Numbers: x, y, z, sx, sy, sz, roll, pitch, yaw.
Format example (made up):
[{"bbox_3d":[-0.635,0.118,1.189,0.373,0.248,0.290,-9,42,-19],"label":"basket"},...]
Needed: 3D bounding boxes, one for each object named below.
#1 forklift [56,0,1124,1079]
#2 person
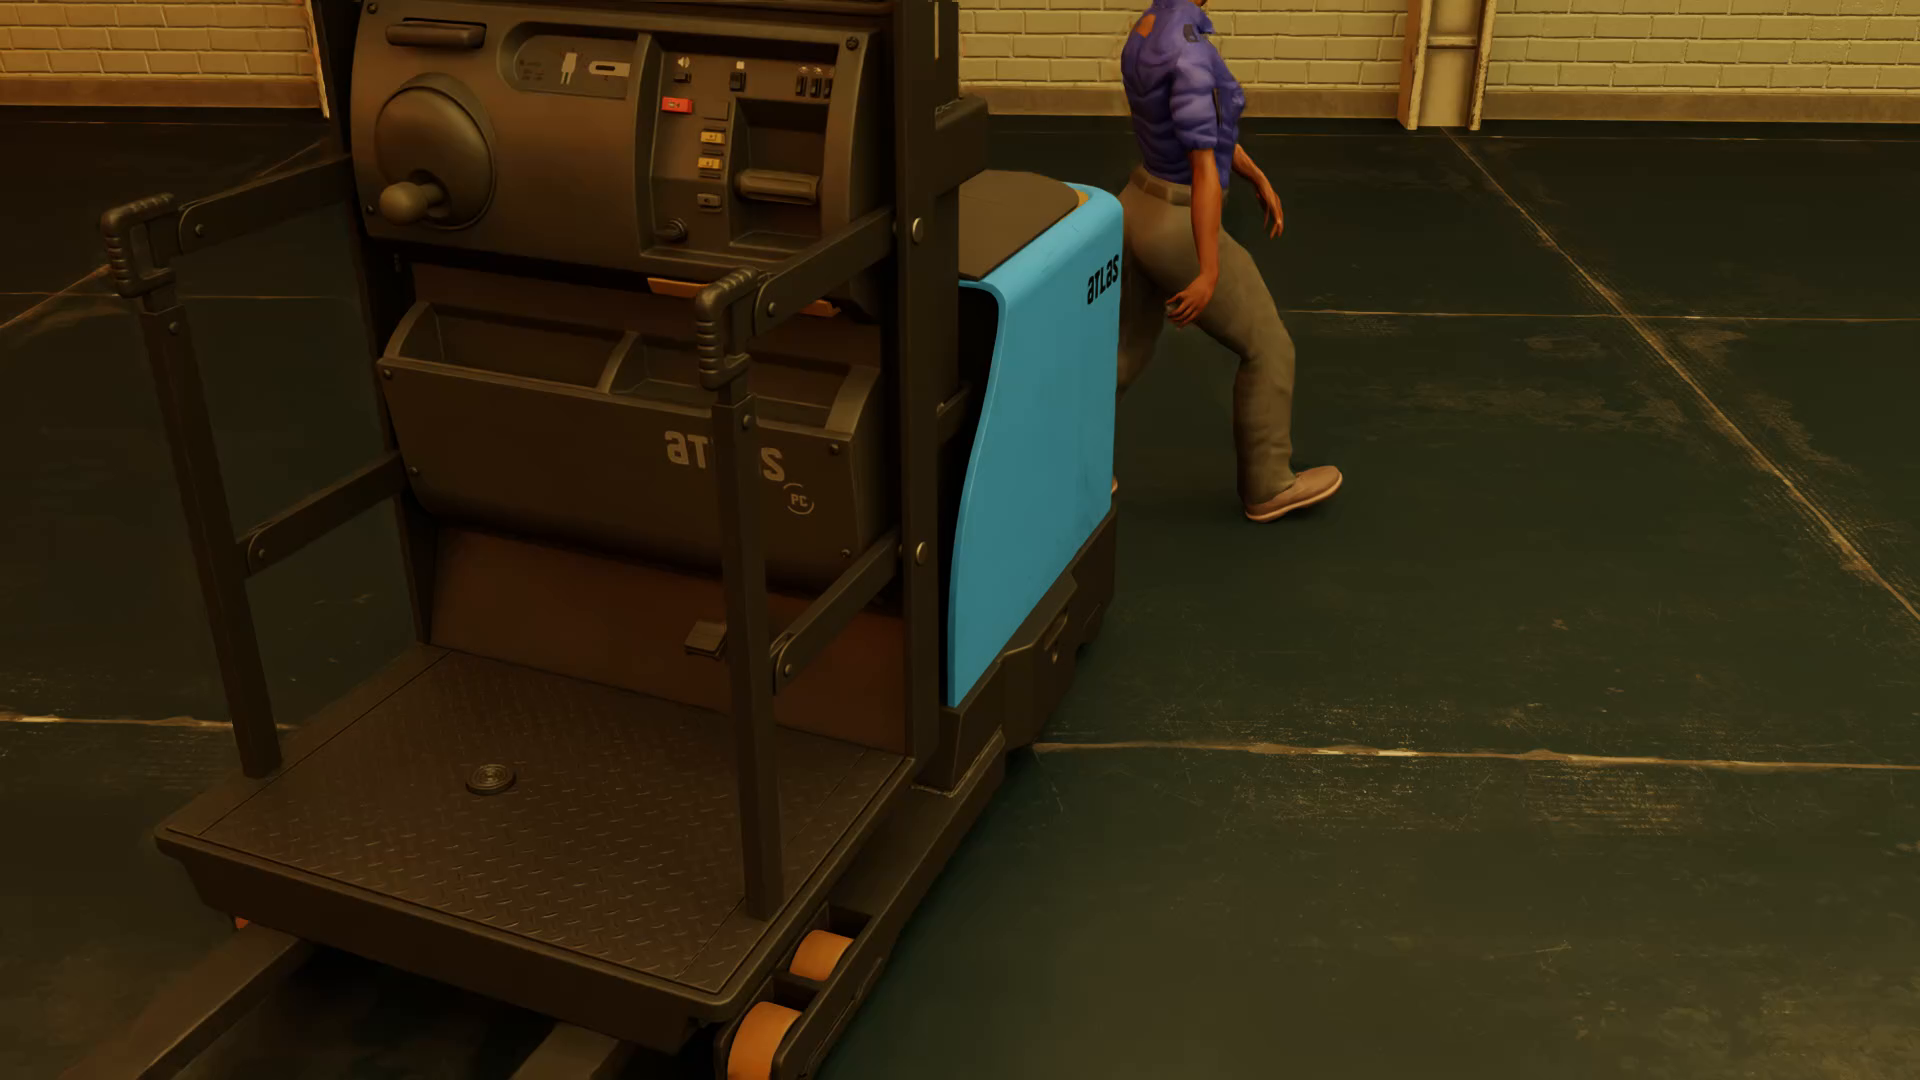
[{"bbox_3d":[-0.655,-0.615,2.455,1.130,2.935,3.031,10,28,20],"label":"forklift"},{"bbox_3d":[0.629,-0.793,4.351,0.839,1.588,0.597,-9,28,-18],"label":"person"}]
